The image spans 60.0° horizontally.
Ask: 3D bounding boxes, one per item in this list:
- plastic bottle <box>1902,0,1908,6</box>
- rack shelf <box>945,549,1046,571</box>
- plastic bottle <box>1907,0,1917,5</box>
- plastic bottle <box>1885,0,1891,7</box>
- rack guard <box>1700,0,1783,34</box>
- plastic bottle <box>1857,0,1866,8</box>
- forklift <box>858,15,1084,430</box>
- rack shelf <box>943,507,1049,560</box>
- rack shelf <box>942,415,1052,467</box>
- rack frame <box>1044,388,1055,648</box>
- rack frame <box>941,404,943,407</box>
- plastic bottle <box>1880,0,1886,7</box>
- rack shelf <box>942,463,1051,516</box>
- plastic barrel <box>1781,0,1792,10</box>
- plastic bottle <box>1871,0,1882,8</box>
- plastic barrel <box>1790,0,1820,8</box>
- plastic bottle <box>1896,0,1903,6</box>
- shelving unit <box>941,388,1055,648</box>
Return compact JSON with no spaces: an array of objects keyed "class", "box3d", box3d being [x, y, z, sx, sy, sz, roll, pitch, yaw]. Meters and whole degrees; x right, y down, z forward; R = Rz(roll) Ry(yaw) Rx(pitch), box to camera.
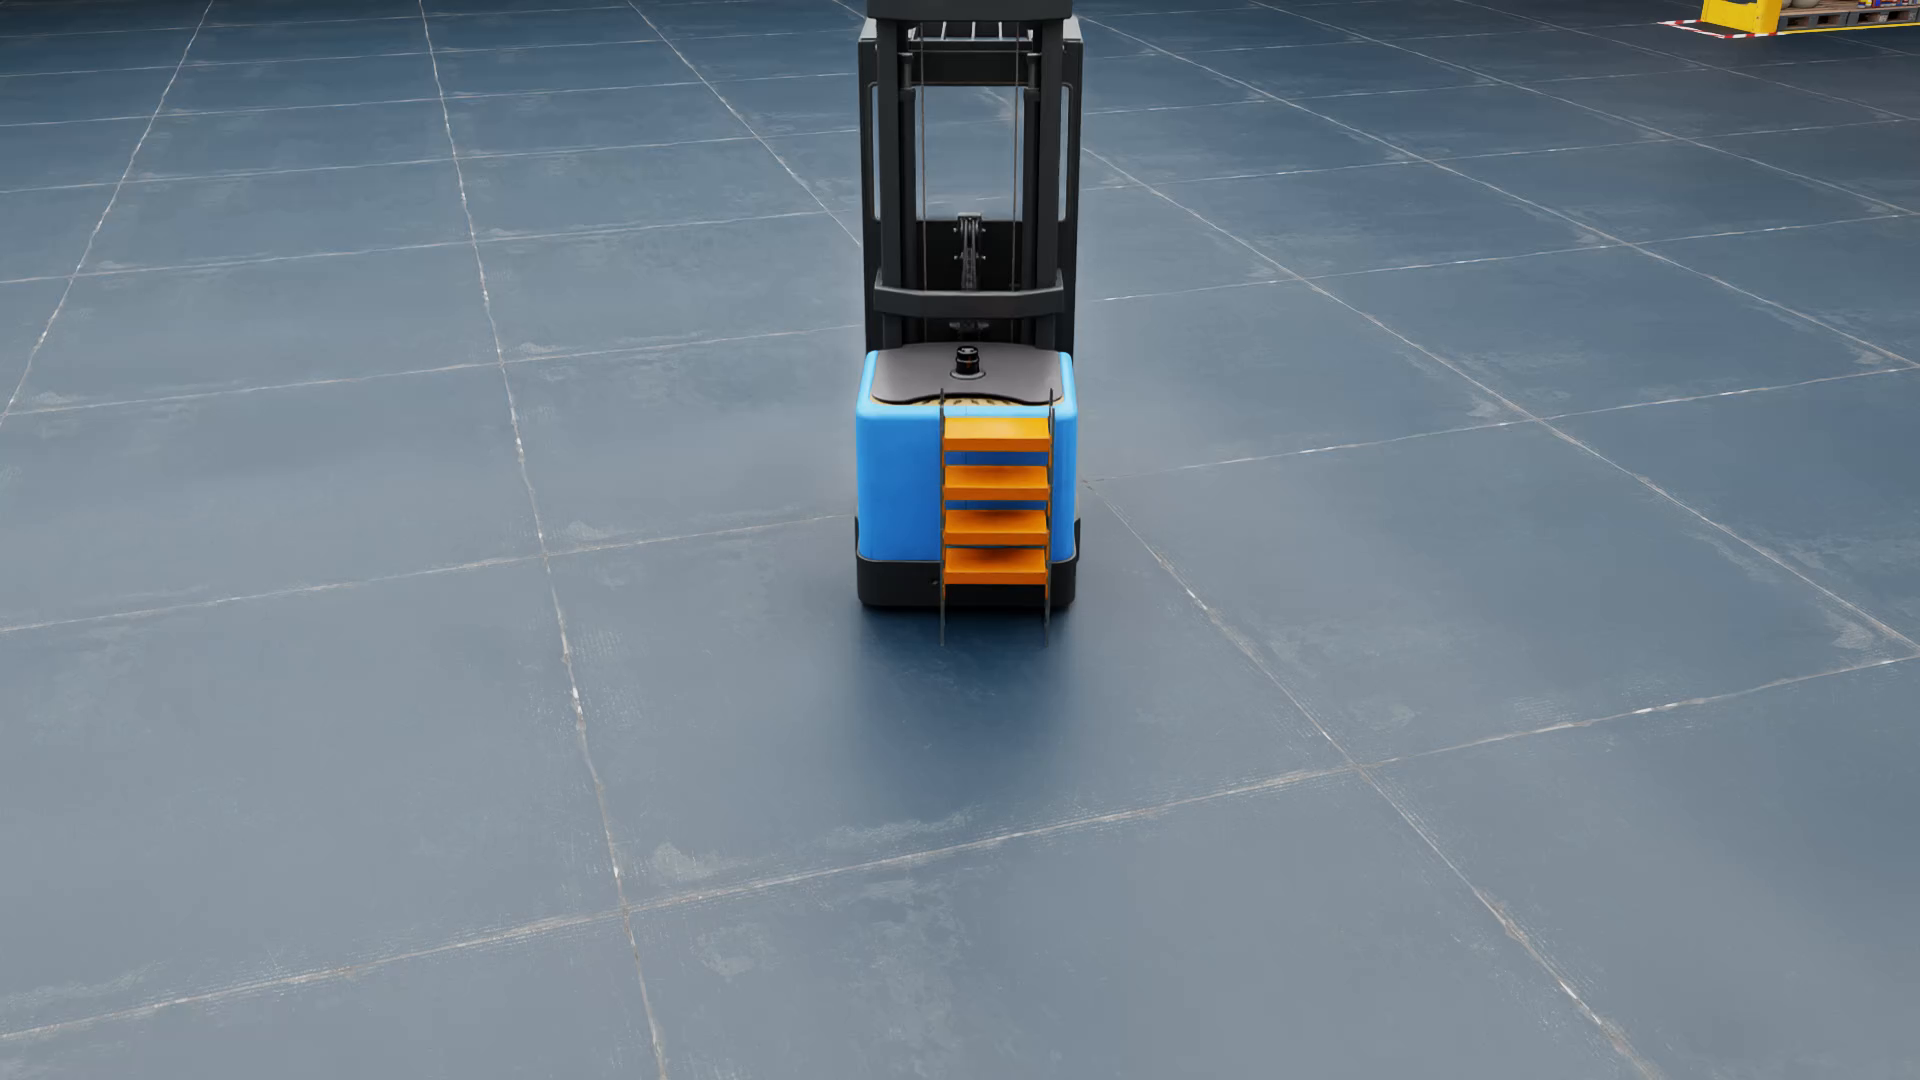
[{"class":"plastic bottle","box3d":[13.304,-7.633,23.405,0.097,0.201,0.097,0,26,0]},{"class":"rack shelf","box3d":[0.163,0.101,7.676,0.457,0.021,0.221,0,26,0]},{"class":"plastic bottle","box3d":[13.408,-7.695,23.444,0.135,0.276,0.152,-8,27,-15]},{"class":"plastic bottle","box3d":[13.015,-7.623,23.305,0.097,0.271,0.097,0,26,0]},{"class":"rack guard","box3d":[10.831,-7.380,23.053,0.348,0.500,1.175,-8,28,-16]},{"class":"plastic bottle","box3d":[12.594,-7.562,23.182,0.097,0.271,0.097,0,26,0]},{"class":"forklift","box3d":[0.059,-1.604,8.684,1.121,2.935,3.031,0,26,1]},{"class":"rack shelf","box3d":[0.163,-0.030,7.611,0.480,0.148,0.258,0,26,0]},{"class":"rack shelf","box3d":[0.163,-0.442,7.407,0.480,0.148,0.258,0,26,0]},{"class":"rack frame","box3d":[0.407,-0.089,7.580,0.015,1.200,0.240,0,26,0]},{"class":"rack frame","box3d":[-0.081,-0.090,7.583,0.006,1.046,0.228,0,26,0]},{"class":"plastic bottle","box3d":[12.920,-7.609,23.277,0.097,0.271,0.097,0,26,0]},{"class":"rack shelf","box3d":[0.163,-0.230,7.512,0.480,0.148,0.258,0,26,0]},{"class":"plastic barrel","box3d":[11.375,-7.666,23.143,0.421,0.512,0.421,0,26,0]},{"class":"plastic bottle","box3d":[12.815,-7.591,23.227,0.133,0.283,0.061,-8,27,-15]},{"class":"plastic barrel","box3d":[11.852,-7.735,23.282,0.421,0.512,0.421,0,26,0]},{"class":"plastic bottle","box3d":[13.207,-7.651,23.361,0.097,0.271,0.097,0,26,0]},{"class":"shelving unit","box3d":[0.165,-0.090,7.581,0.499,1.200,0.258,0,26,0]}]
